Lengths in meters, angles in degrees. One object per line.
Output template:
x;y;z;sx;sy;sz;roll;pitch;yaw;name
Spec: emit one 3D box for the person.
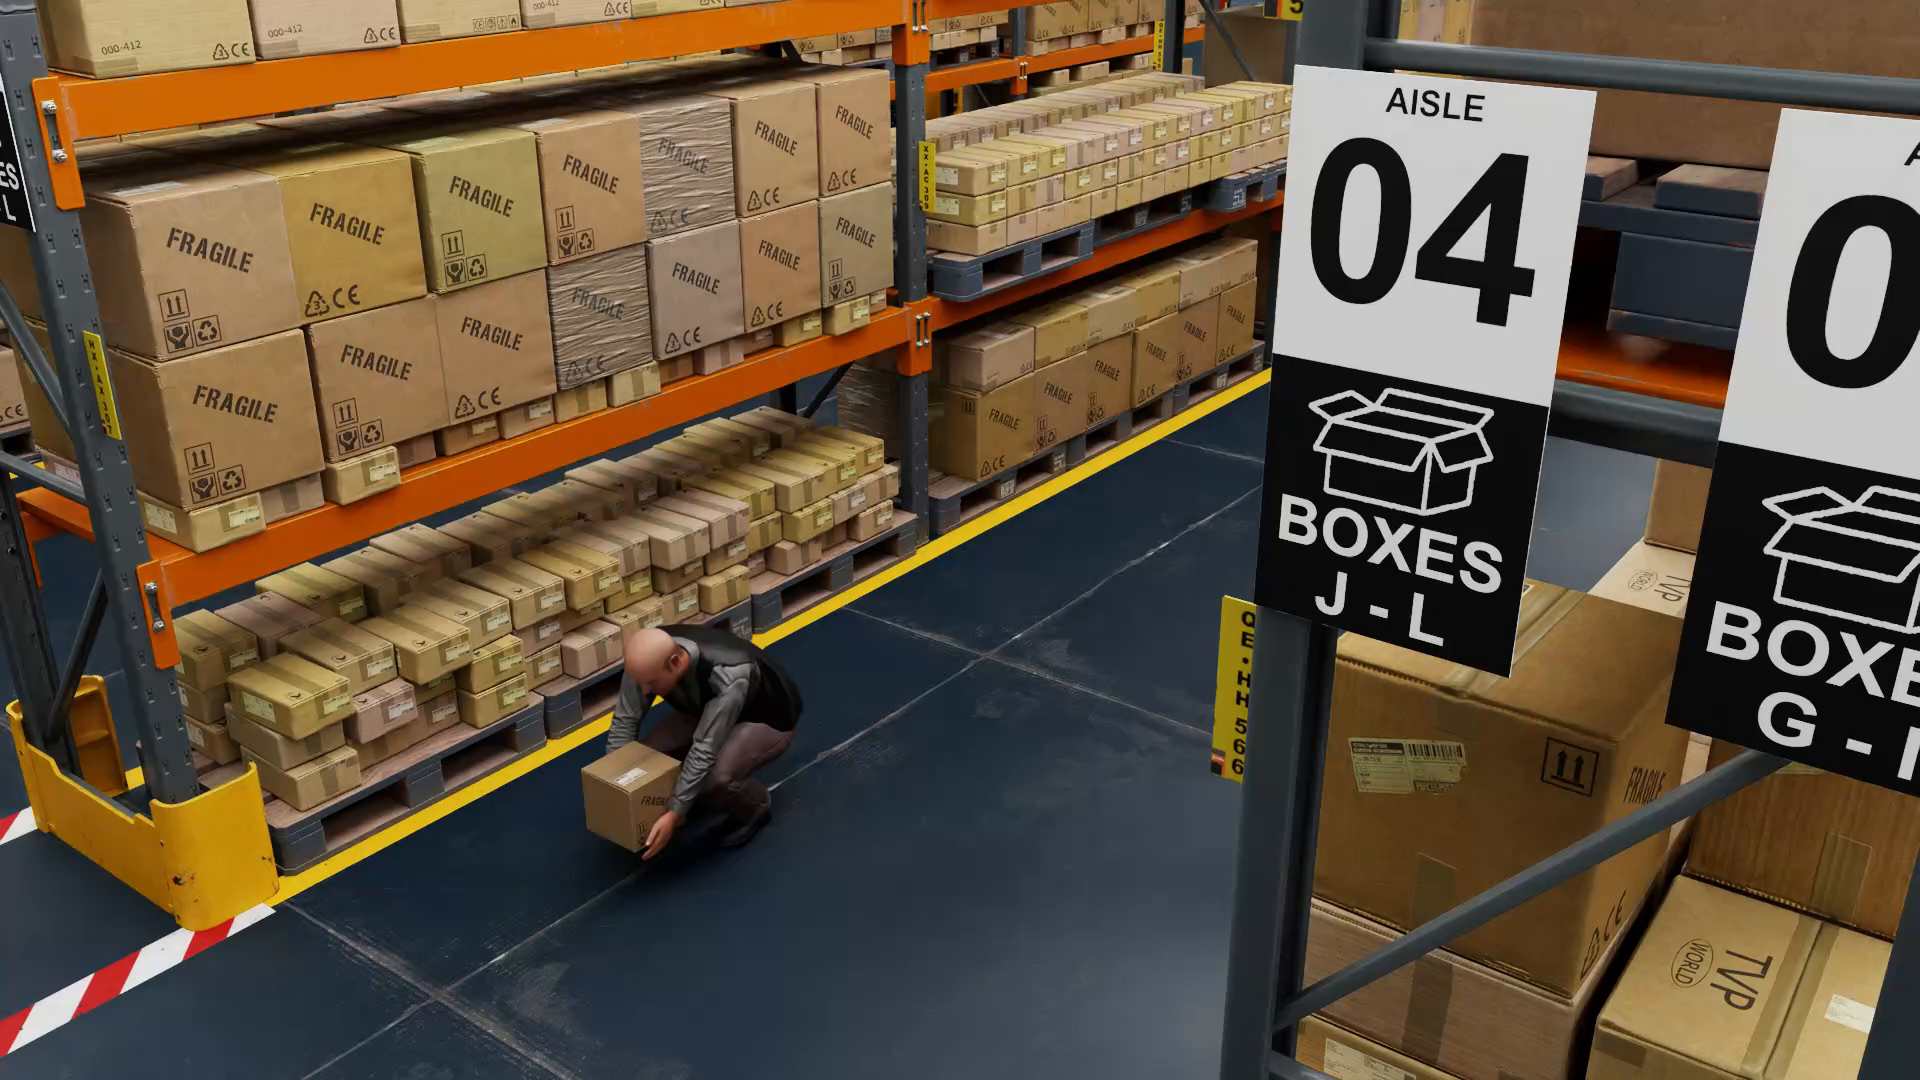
-0.950;0.660;6.070;0.528;0.968;0.859;16;28;33;person
